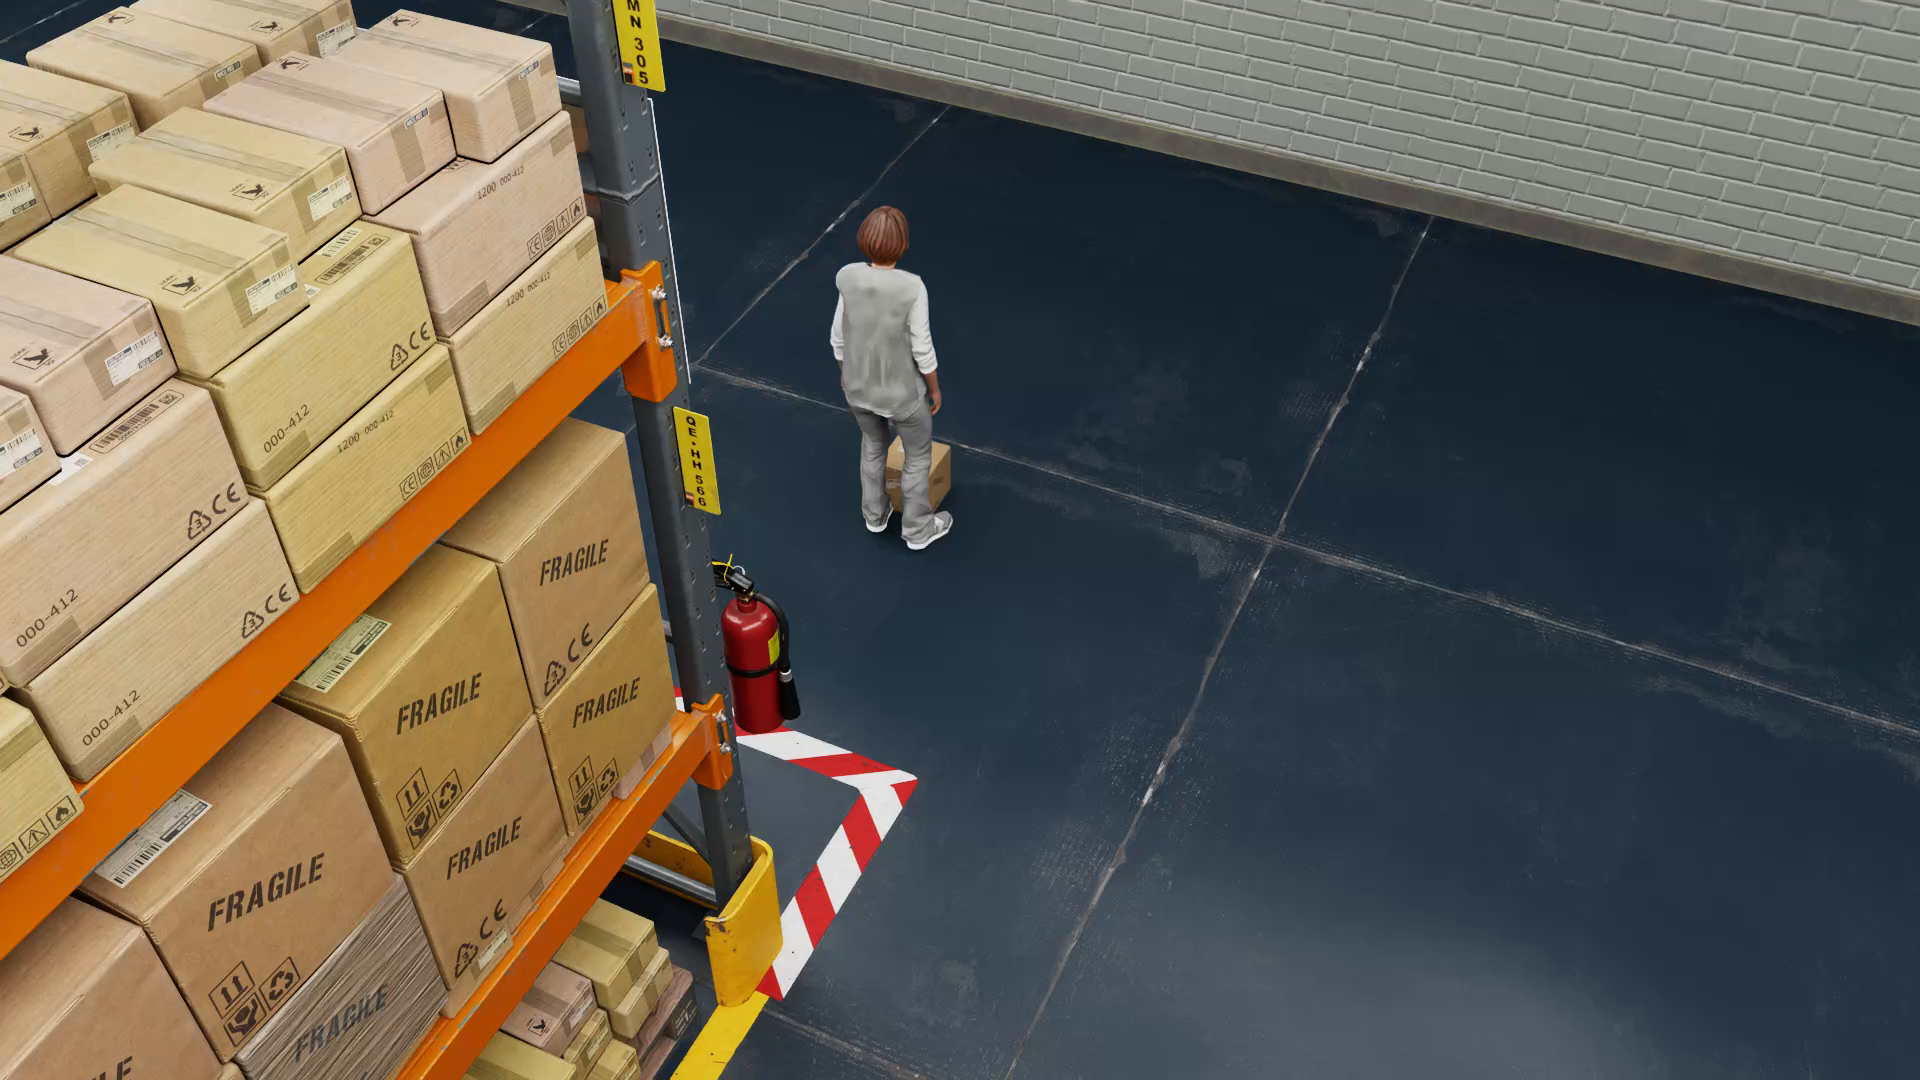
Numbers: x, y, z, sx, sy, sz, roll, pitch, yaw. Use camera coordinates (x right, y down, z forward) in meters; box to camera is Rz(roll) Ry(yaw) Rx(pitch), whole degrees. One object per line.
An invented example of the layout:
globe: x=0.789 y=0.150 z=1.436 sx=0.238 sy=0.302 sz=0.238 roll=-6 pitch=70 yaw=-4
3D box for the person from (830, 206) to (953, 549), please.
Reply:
person: x=-0.289 y=-0.640 z=6.866 sx=0.467 sy=1.592 sz=0.376 roll=16 pitch=45 yaw=17
